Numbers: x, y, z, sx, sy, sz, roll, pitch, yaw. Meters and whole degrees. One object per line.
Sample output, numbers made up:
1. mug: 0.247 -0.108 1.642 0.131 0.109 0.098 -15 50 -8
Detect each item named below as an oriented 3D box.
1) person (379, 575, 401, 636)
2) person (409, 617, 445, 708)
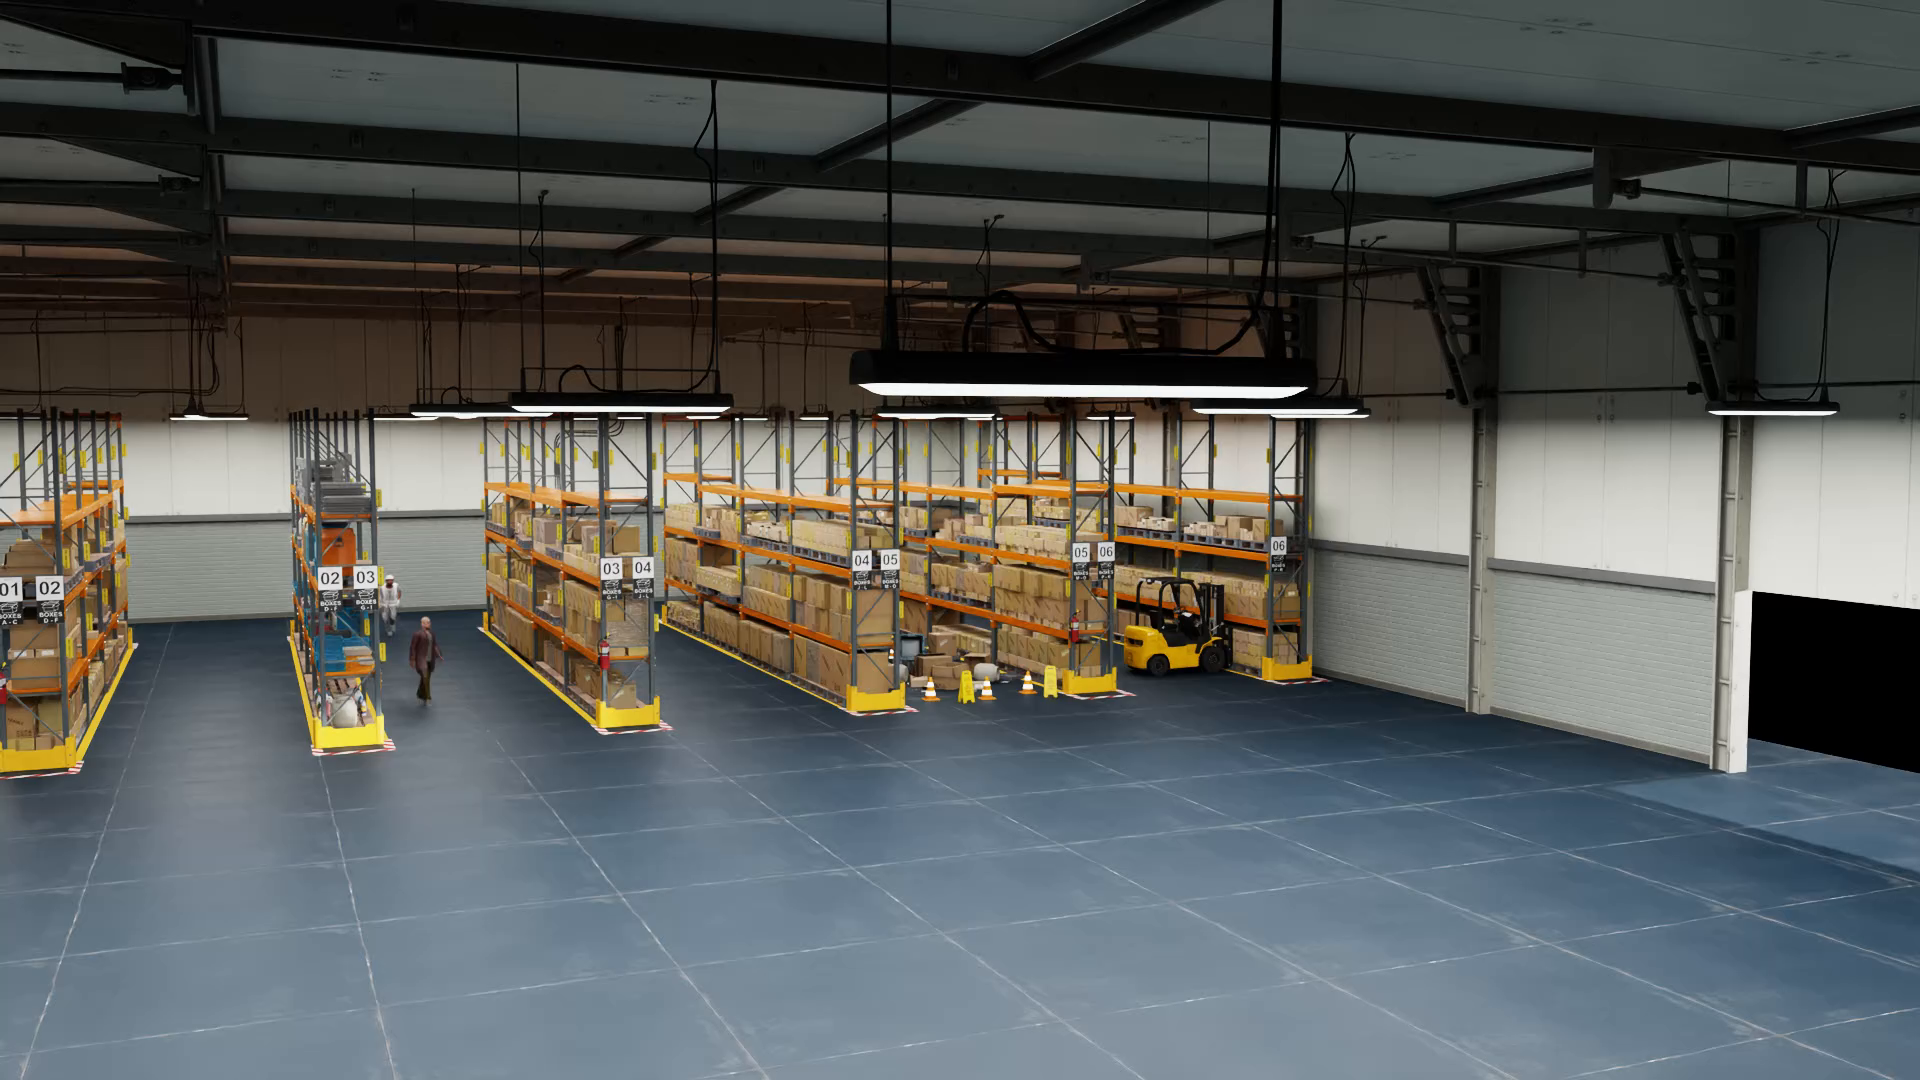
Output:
1. person: -15.368 1.758 44.708 0.647 1.677 0.652 -1 4 -15
2. person: -10.892 2.479 33.924 0.890 1.819 0.701 4 5 42
